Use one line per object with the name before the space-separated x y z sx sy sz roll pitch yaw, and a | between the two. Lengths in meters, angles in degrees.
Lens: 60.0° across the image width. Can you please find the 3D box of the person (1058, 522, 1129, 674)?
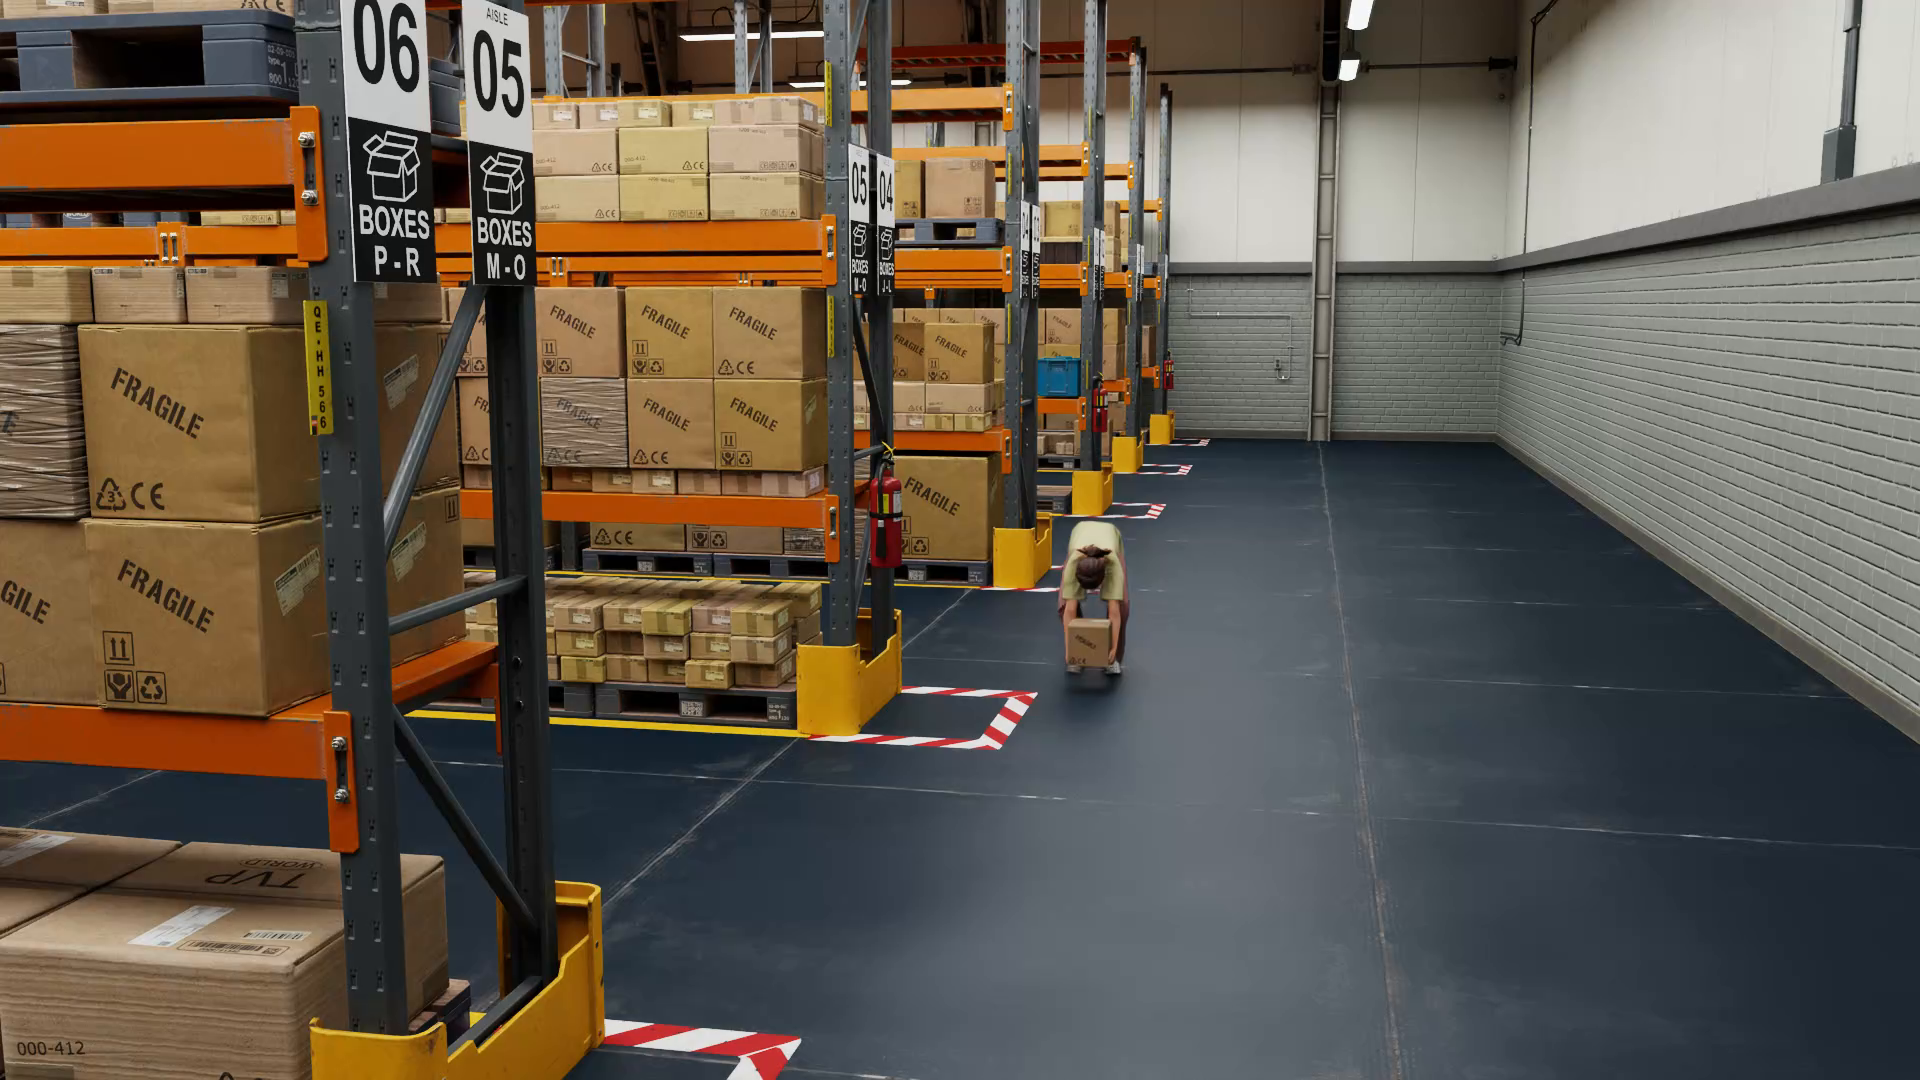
person | 0.840 0.423 10.550 0.457 0.913 0.856 1 8 9
